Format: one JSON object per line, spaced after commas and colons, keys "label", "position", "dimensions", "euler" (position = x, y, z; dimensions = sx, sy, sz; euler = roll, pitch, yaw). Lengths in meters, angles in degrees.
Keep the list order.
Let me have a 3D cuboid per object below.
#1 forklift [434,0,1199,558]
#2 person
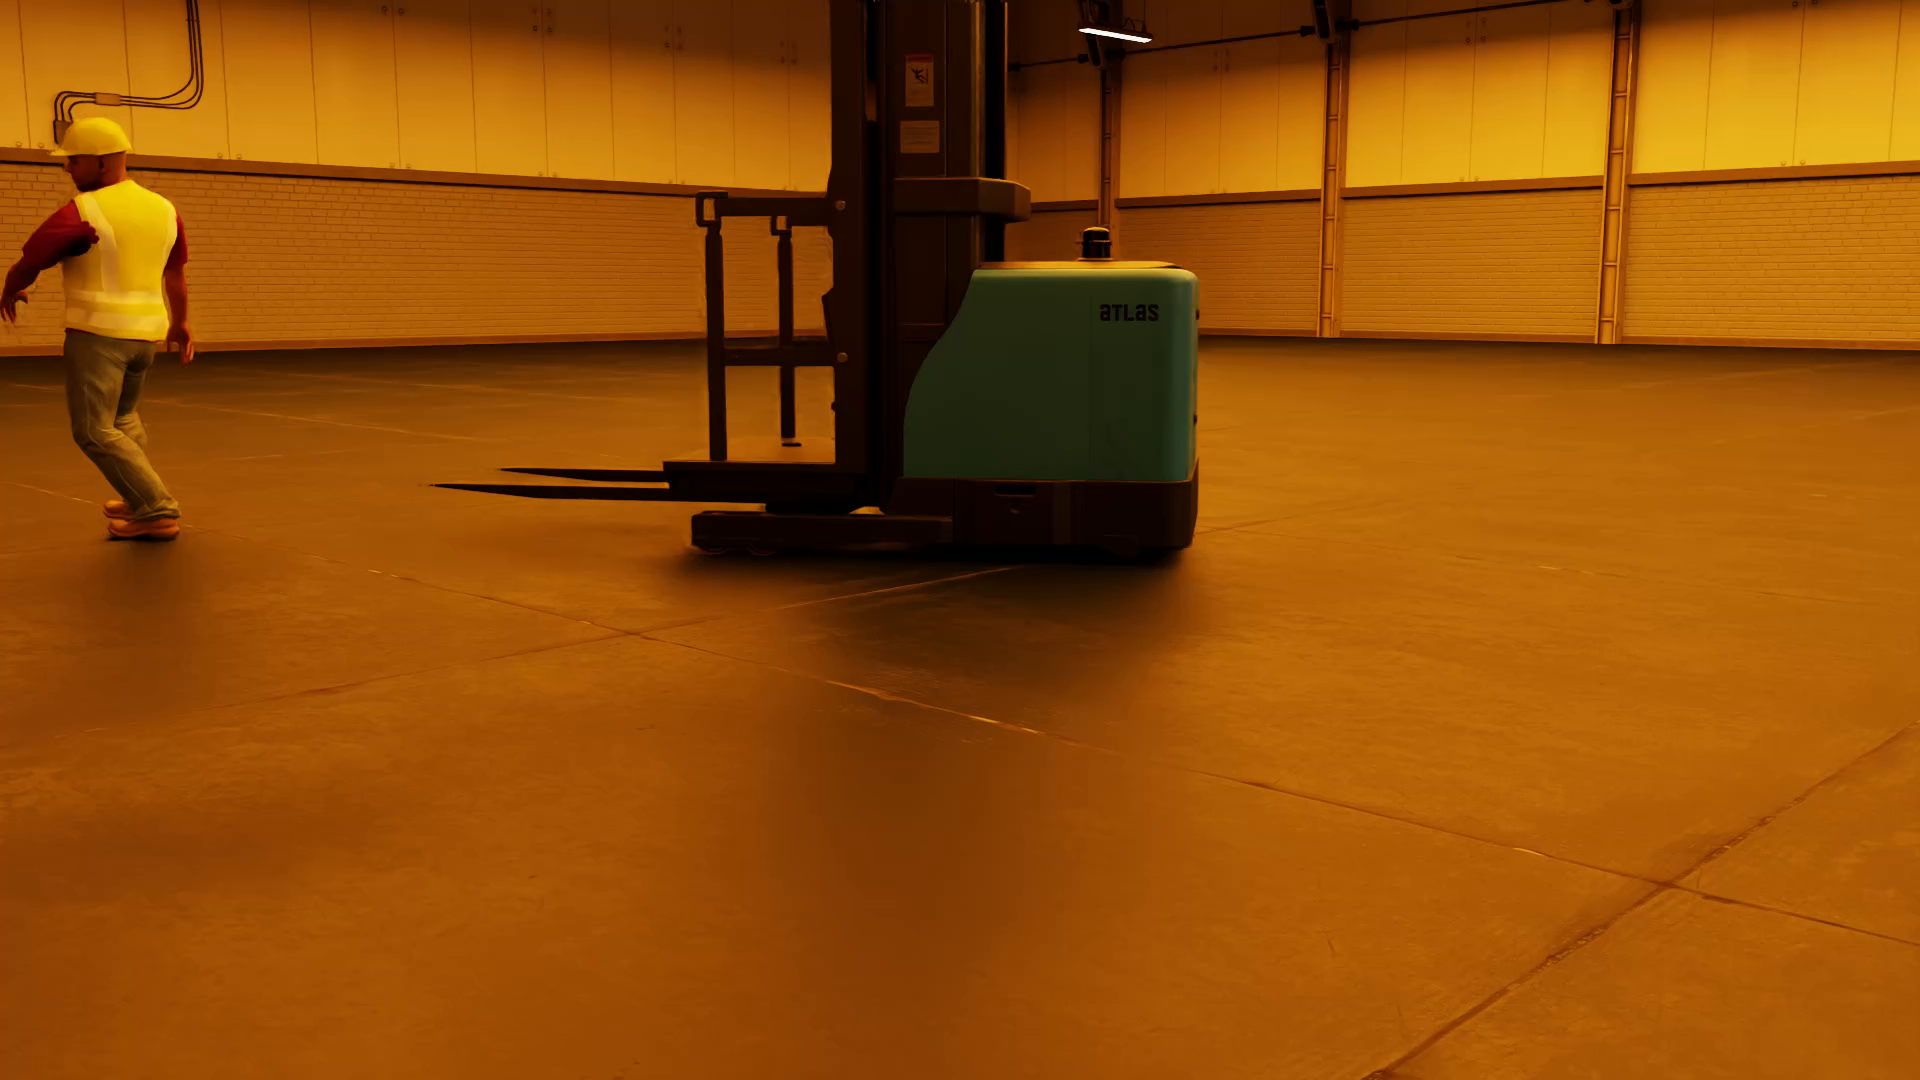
{"label": "forklift", "position": [-0.572, -1.462, 6.584], "dimensions": [3.031, 2.935, 1.130], "euler": [1, 9, 10]}
{"label": "person", "position": [-3.516, -0.874, 6.901], "dimensions": [0.817, 1.690, 0.753], "euler": [2, 9, 10]}
